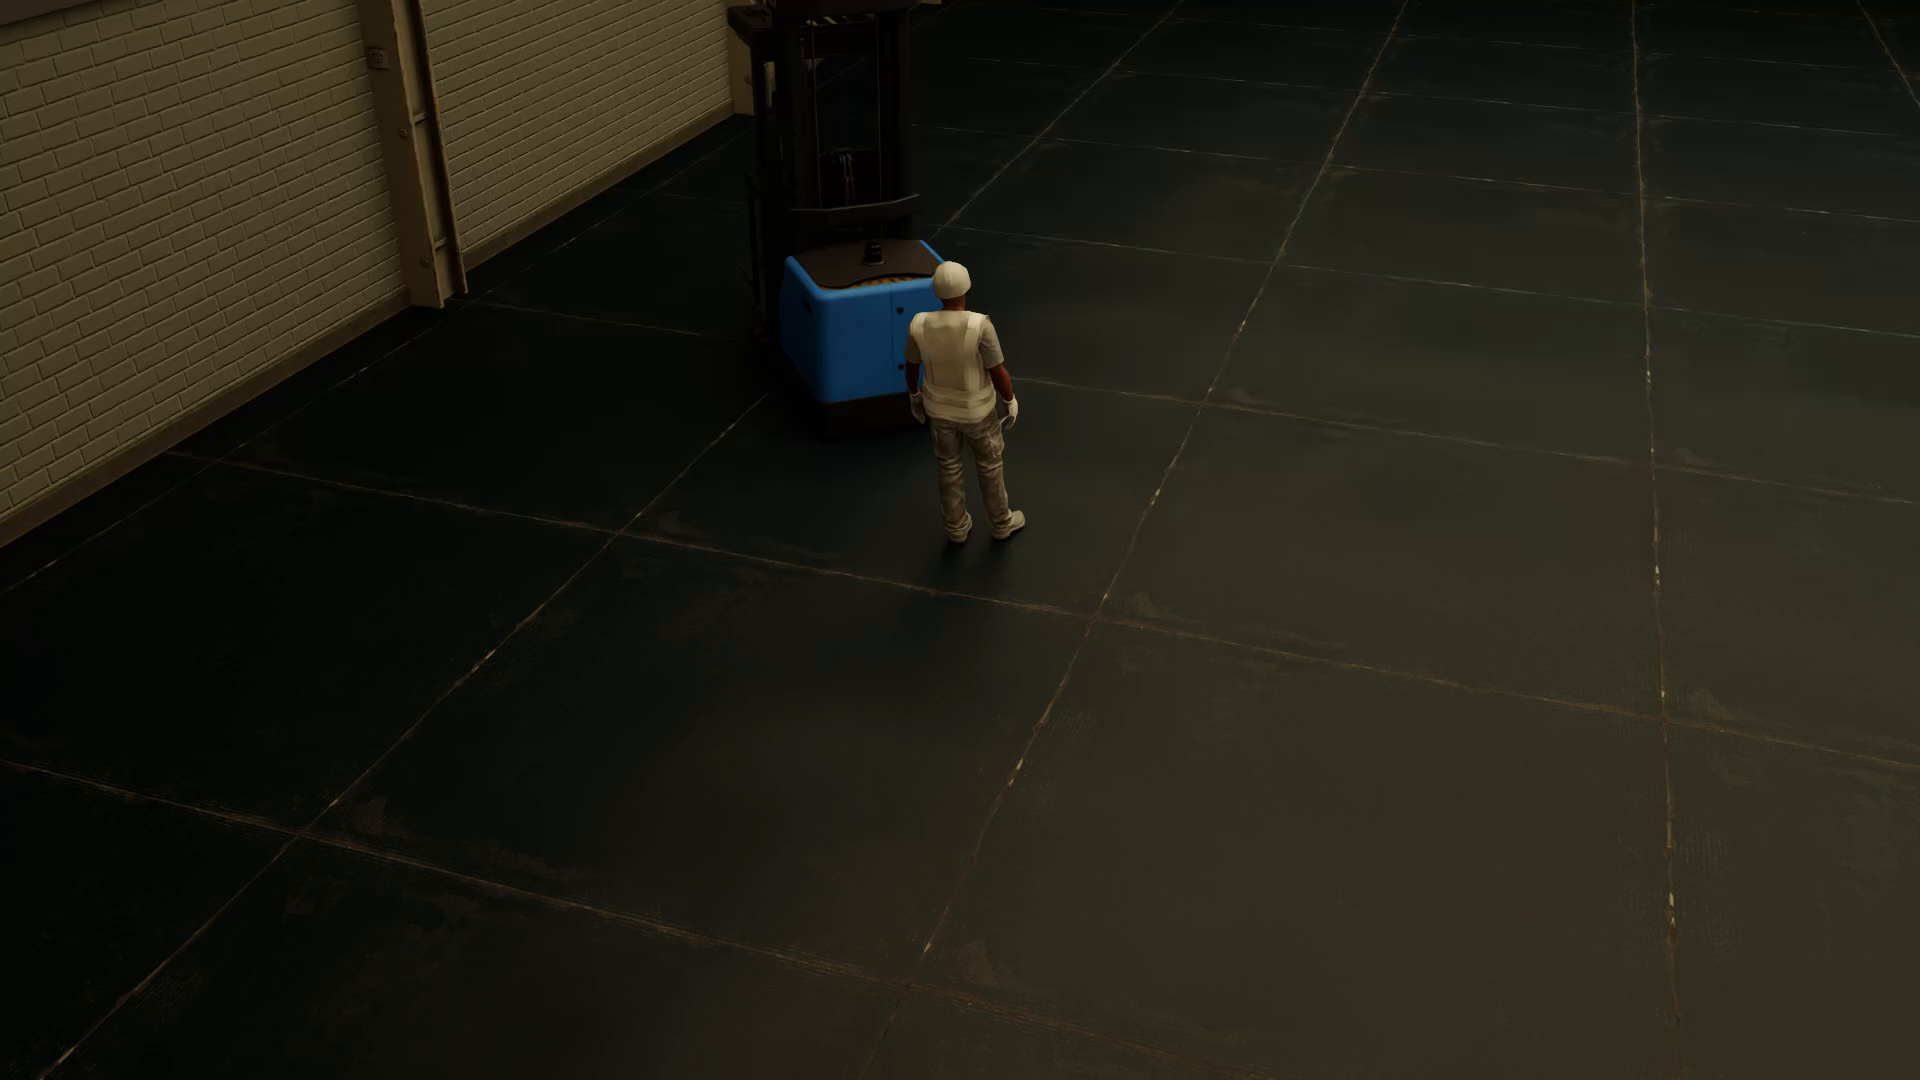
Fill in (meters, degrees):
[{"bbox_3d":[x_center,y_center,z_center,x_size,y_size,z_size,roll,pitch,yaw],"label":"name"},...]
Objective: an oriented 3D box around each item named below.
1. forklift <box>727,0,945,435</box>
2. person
[{"bbox_3d":[-0.962,-2.692,11.858,1.130,2.935,3.031,-10,31,-17],"label":"forklift"},{"bbox_3d":[0.031,-0.813,9.709,0.656,1.784,0.575,10,31,16],"label":"person"}]
